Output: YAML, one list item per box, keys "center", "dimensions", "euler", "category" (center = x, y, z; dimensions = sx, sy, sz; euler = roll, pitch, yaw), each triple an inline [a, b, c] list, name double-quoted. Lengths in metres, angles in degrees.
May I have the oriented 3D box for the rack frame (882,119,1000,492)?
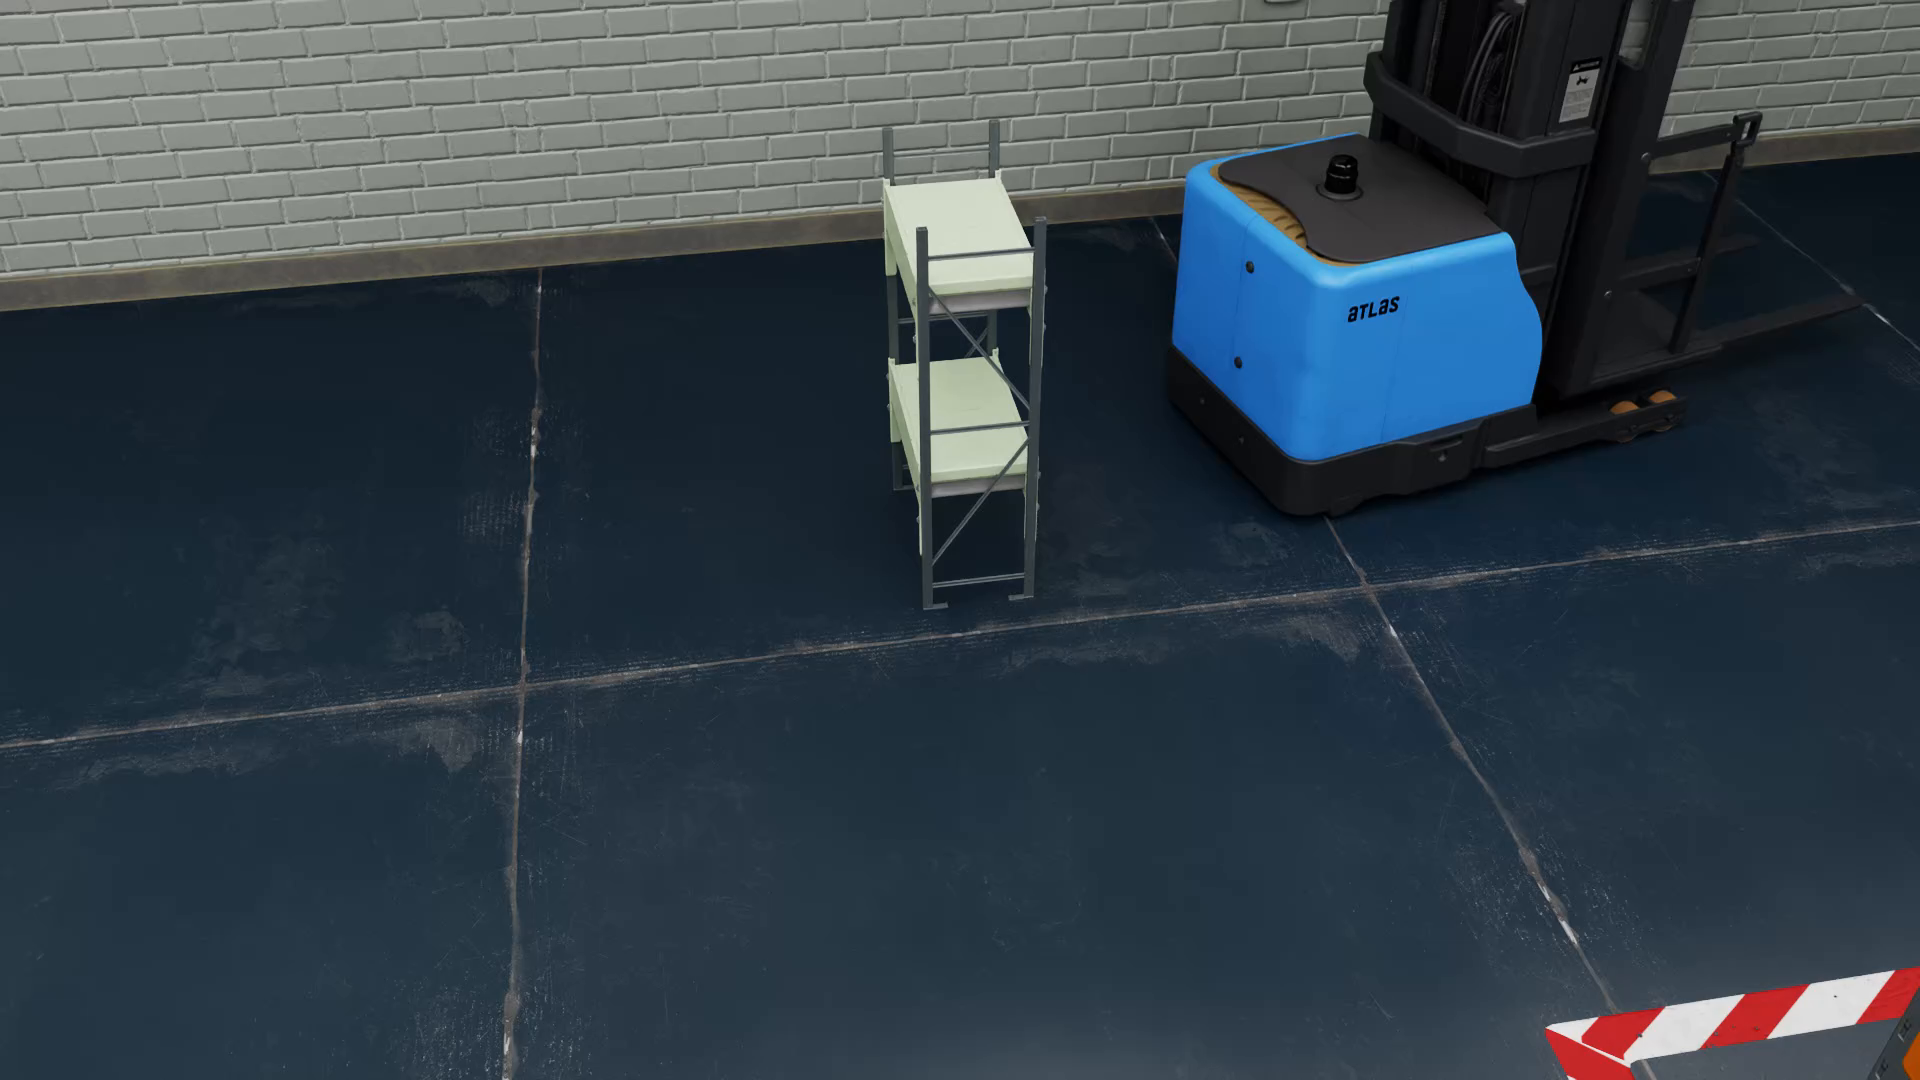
- center: [-0.063, -0.809, 6.069]
  dimensions: [0.400, 1.500, 0.023]
  euler: [-6, 38, -8]
  category: "rack frame"

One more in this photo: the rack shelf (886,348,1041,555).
- center: [0.001, -0.331, 5.985]
  dimensions: [0.431, 0.370, 0.720]
  euler: [-6, 38, -8]
  category: "rack shelf"

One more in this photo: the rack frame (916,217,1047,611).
- center: [0.065, -0.367, 5.500]
  dimensions: [0.400, 1.500, 0.023]
  euler: [-6, 38, -8]
  category: "rack frame"

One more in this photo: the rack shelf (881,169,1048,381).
- center: [0.001, -0.896, 5.545]
  dimensions: [0.431, 0.370, 0.720]
  euler: [-6, 38, -8]
  category: "rack shelf"

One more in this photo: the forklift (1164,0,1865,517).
- center: [2.414, -1.836, 6.224]
  dimensions: [3.031, 2.935, 1.130]
  euler: [-15, 40, -18]
  category: "forklift"

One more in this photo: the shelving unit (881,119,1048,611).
- center: [0.001, -0.588, 5.785]
  dimensions: [0.431, 1.500, 0.755]
  euler: [-6, 38, -8]
  category: "shelving unit"

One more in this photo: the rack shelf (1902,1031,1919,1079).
- center: [2.742, 2.060, 1.740]
  dimensions: [1.077, 0.370, 4.000]
  euler: [-6, 38, -8]
  category: "rack shelf"

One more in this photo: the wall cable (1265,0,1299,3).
- center: [1.380, -3.249, 7.133]
  dimensions: [0.585, 1.953, 0.123]
  euler: [-6, 38, -8]
  category: "wall cable"
